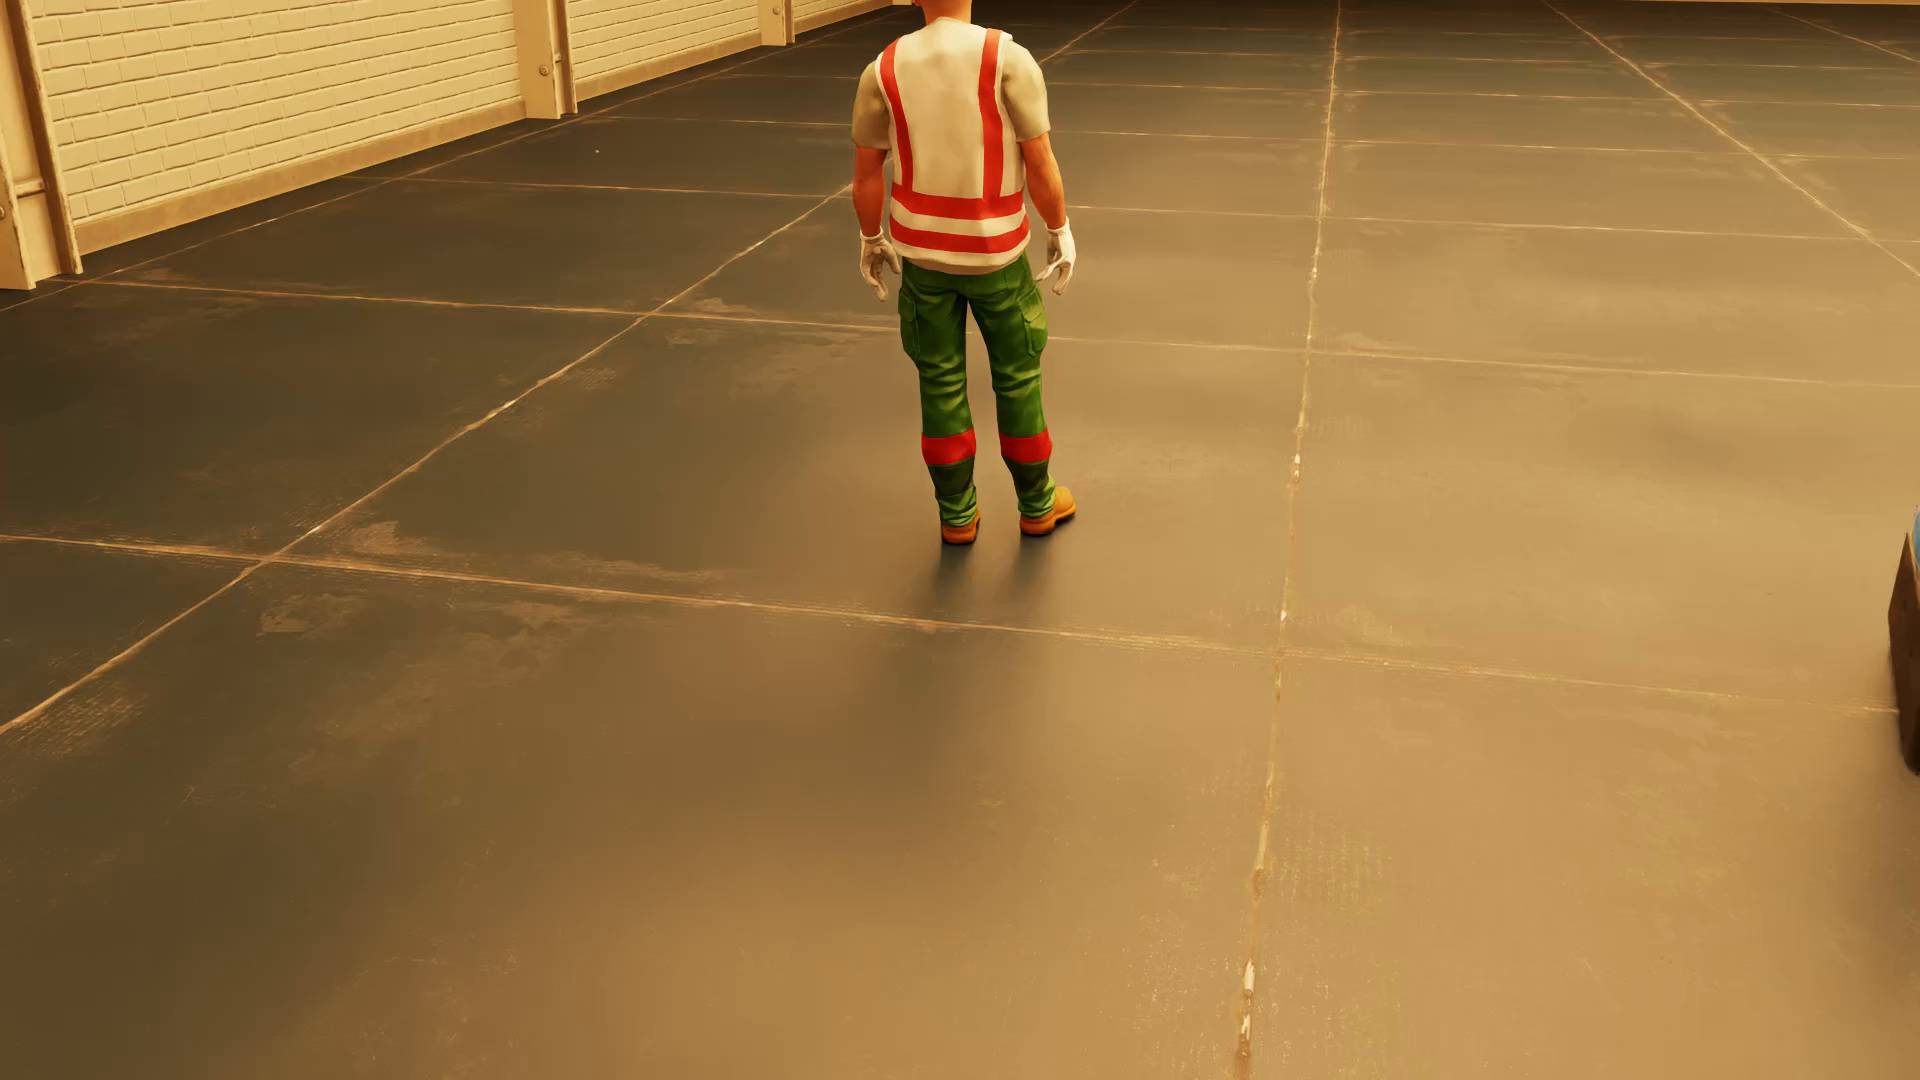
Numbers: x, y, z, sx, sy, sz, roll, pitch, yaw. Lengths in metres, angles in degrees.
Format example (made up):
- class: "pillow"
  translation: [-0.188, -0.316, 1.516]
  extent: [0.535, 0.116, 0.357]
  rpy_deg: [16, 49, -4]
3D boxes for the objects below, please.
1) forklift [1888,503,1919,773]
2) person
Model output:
- class: "forklift"
  translation: [3.684, -0.702, 2.987]
  extent: [3.031, 2.935, 1.130]
  rpy_deg: [10, 24, 23]
- class: "person"
  translation: [0.029, -0.864, 4.878]
  extent: [0.637, 1.787, 0.564]
  rpy_deg: [5, 23, 11]
